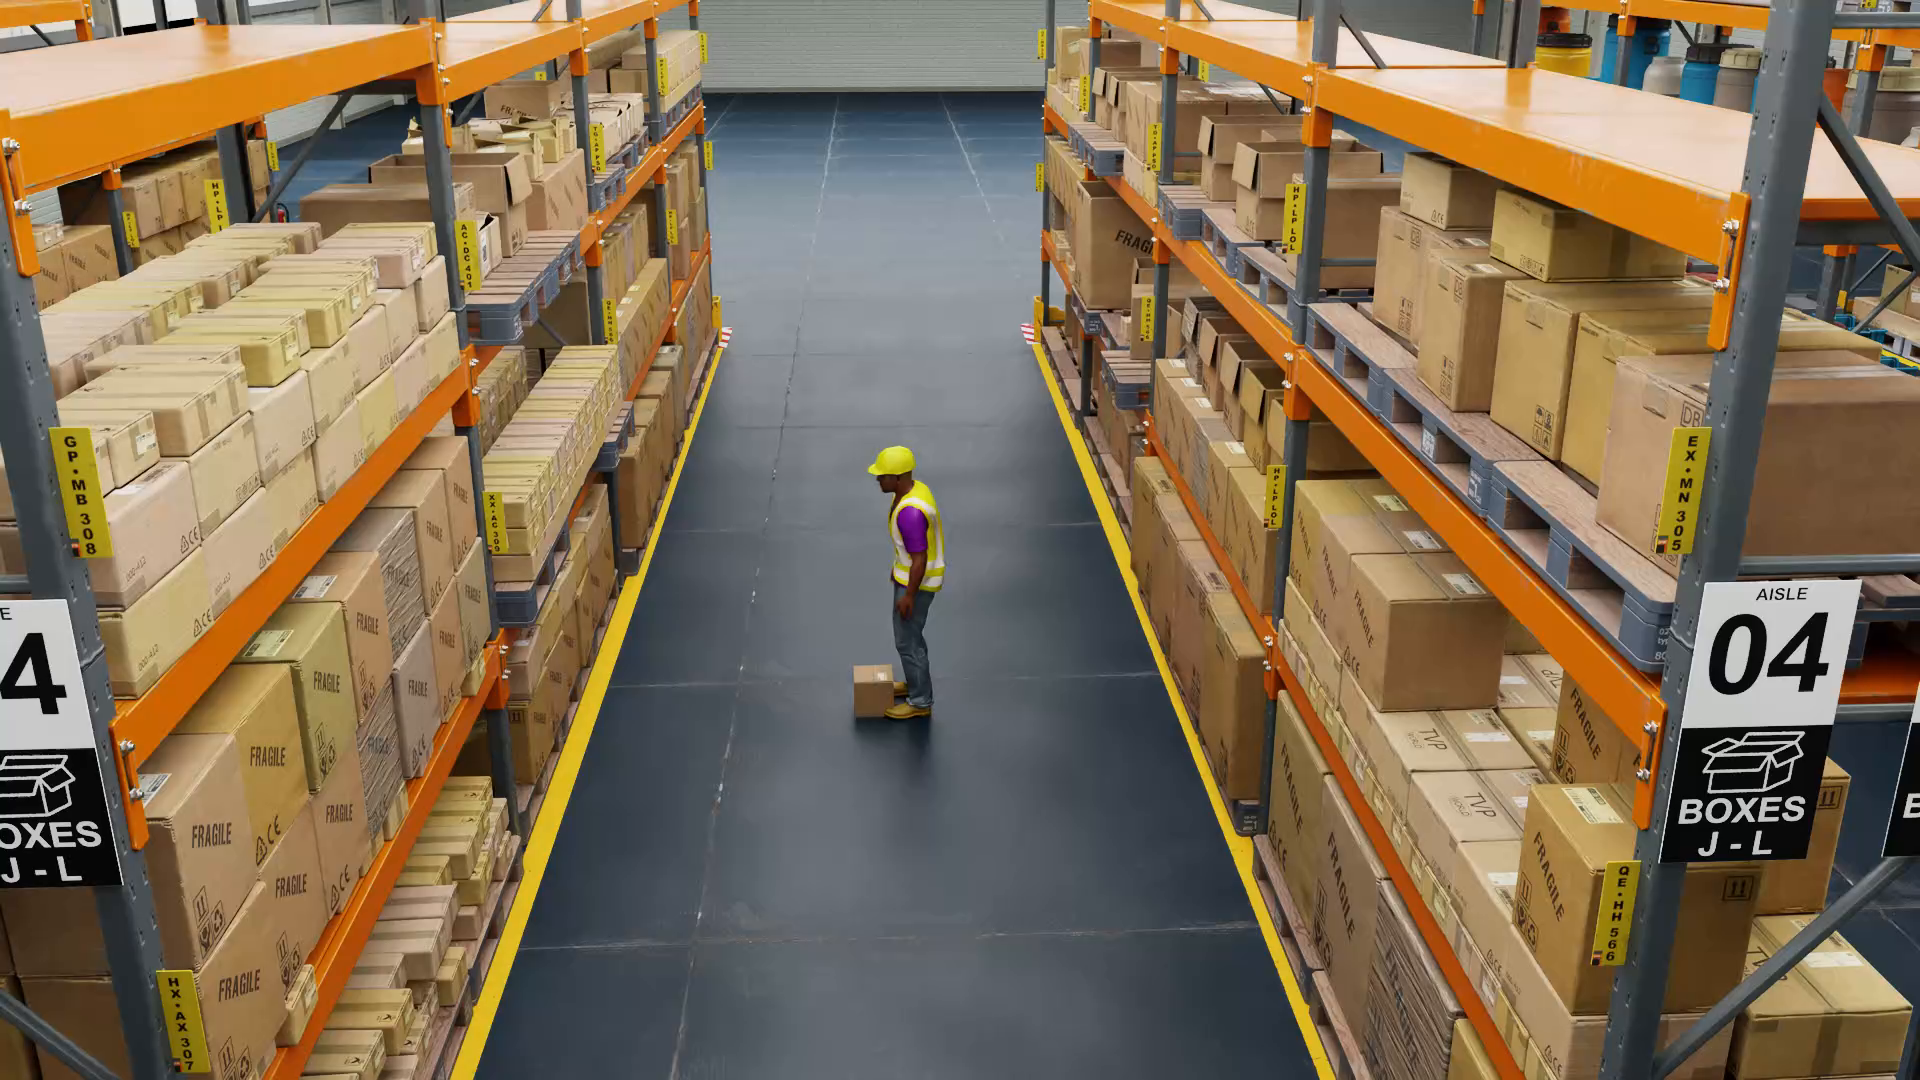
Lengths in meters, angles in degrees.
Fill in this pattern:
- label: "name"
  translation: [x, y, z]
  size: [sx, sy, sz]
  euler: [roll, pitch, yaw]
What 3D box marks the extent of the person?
- label: "person"
  translation: [-0.328, 0.251, 10.371]
  size: [0.461, 1.760, 0.636]
  euler: [-1, 20, -4]
